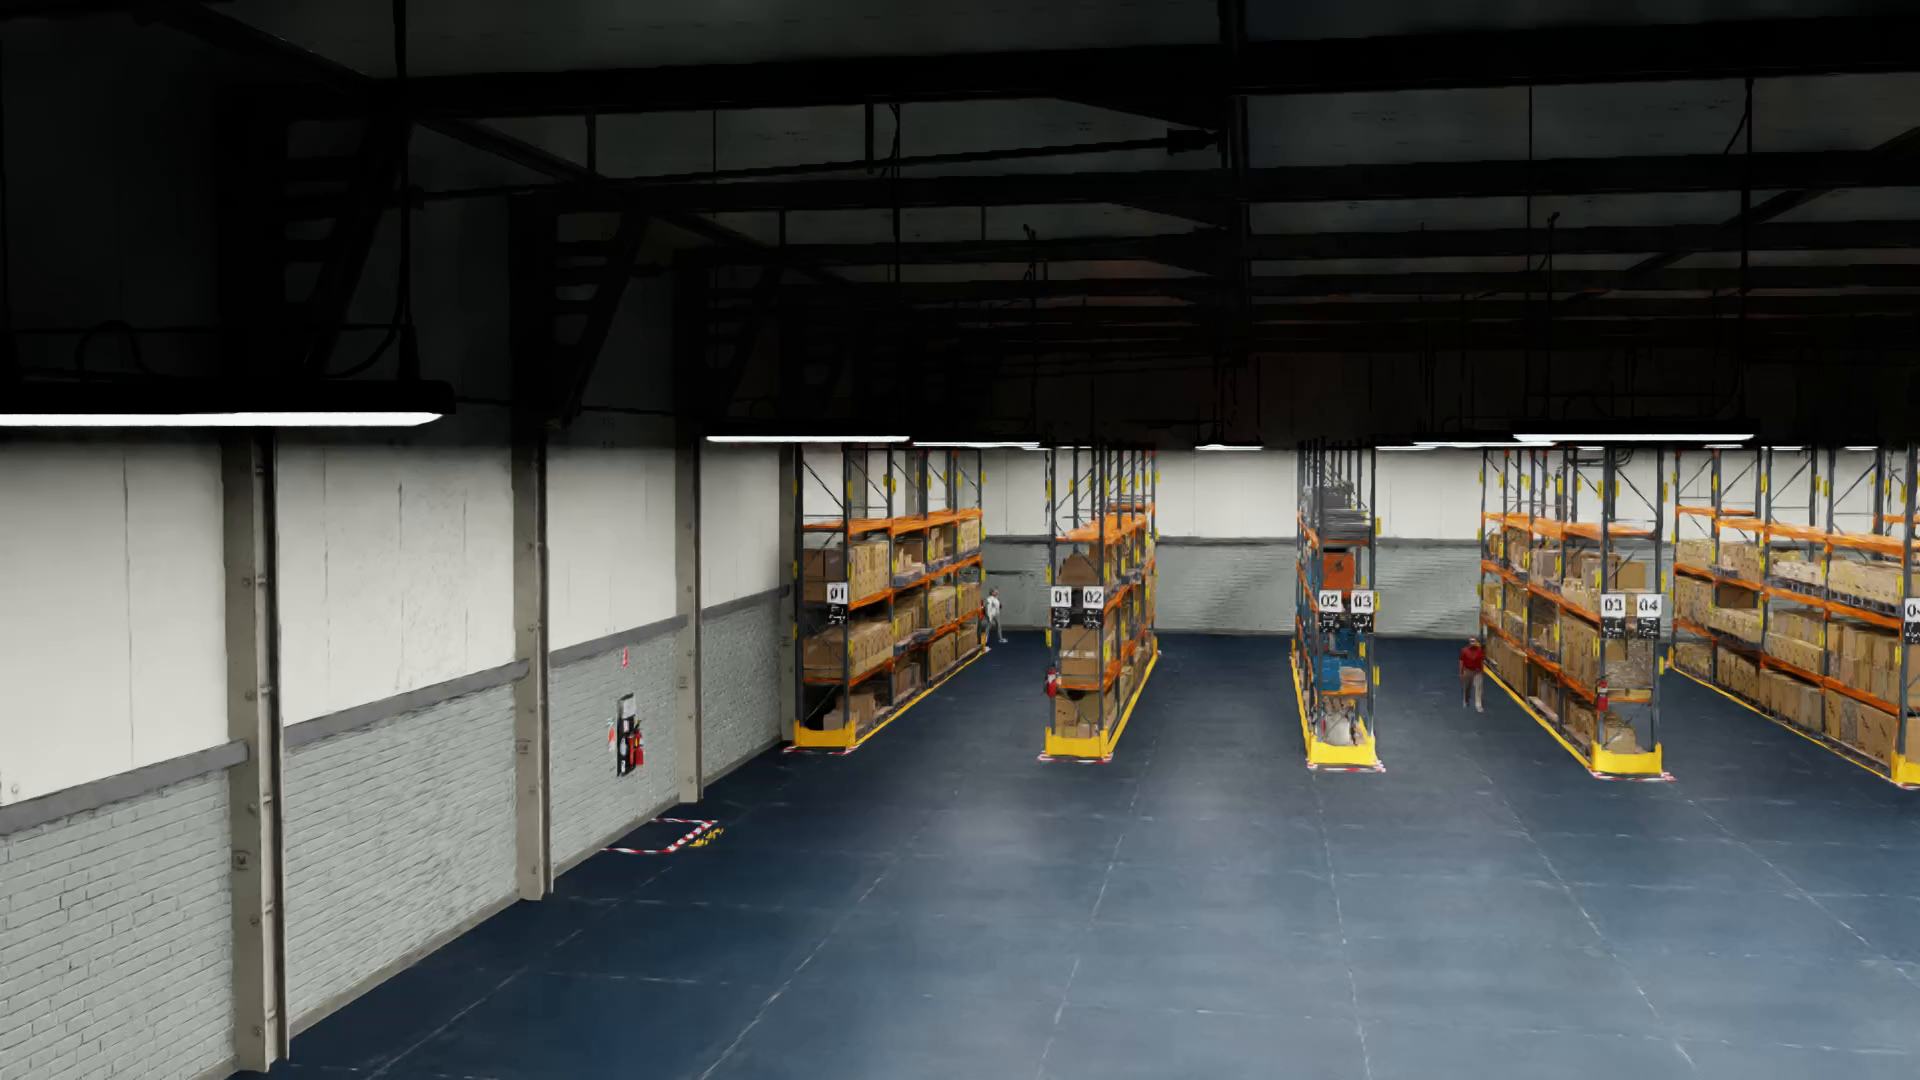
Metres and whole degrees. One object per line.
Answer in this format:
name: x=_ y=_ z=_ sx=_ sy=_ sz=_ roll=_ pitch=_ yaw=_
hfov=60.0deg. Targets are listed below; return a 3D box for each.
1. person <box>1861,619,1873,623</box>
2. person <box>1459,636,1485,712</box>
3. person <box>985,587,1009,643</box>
person: x=21.461 y=2.743 z=39.496 sx=0.593 sy=1.745 sz=0.651 roll=2 pitch=4 yaw=33
person: x=11.322 y=2.936 z=36.787 sx=0.542 sy=1.645 sz=1.126 roll=1 pitch=3 yaw=12
person: x=1.043 y=2.237 z=49.924 sx=0.682 sy=1.670 sz=0.554 roll=-3 pitch=4 yaw=-42
